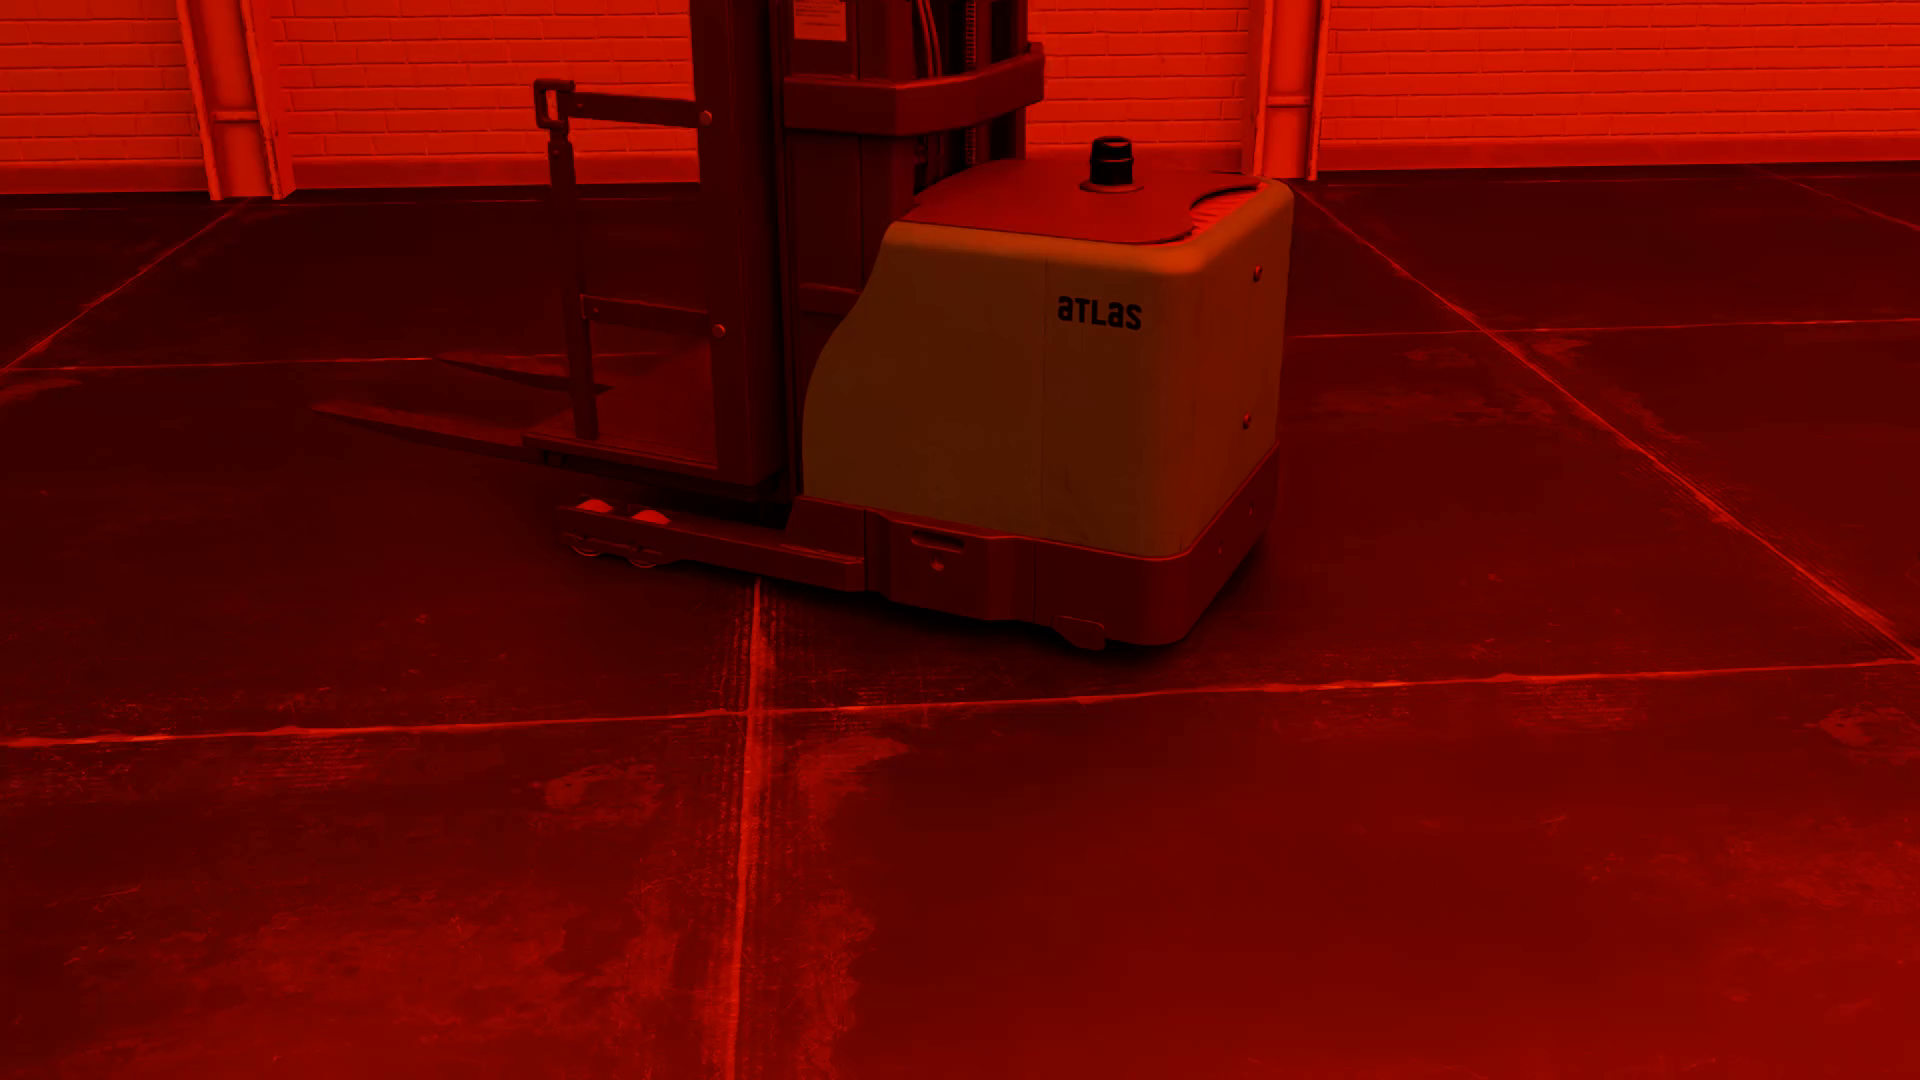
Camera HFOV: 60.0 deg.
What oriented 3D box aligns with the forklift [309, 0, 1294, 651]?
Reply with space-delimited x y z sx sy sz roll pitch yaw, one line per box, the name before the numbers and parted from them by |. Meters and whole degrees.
forklift | -0.619 -1.440 4.636 3.031 2.935 1.130 10 26 23
